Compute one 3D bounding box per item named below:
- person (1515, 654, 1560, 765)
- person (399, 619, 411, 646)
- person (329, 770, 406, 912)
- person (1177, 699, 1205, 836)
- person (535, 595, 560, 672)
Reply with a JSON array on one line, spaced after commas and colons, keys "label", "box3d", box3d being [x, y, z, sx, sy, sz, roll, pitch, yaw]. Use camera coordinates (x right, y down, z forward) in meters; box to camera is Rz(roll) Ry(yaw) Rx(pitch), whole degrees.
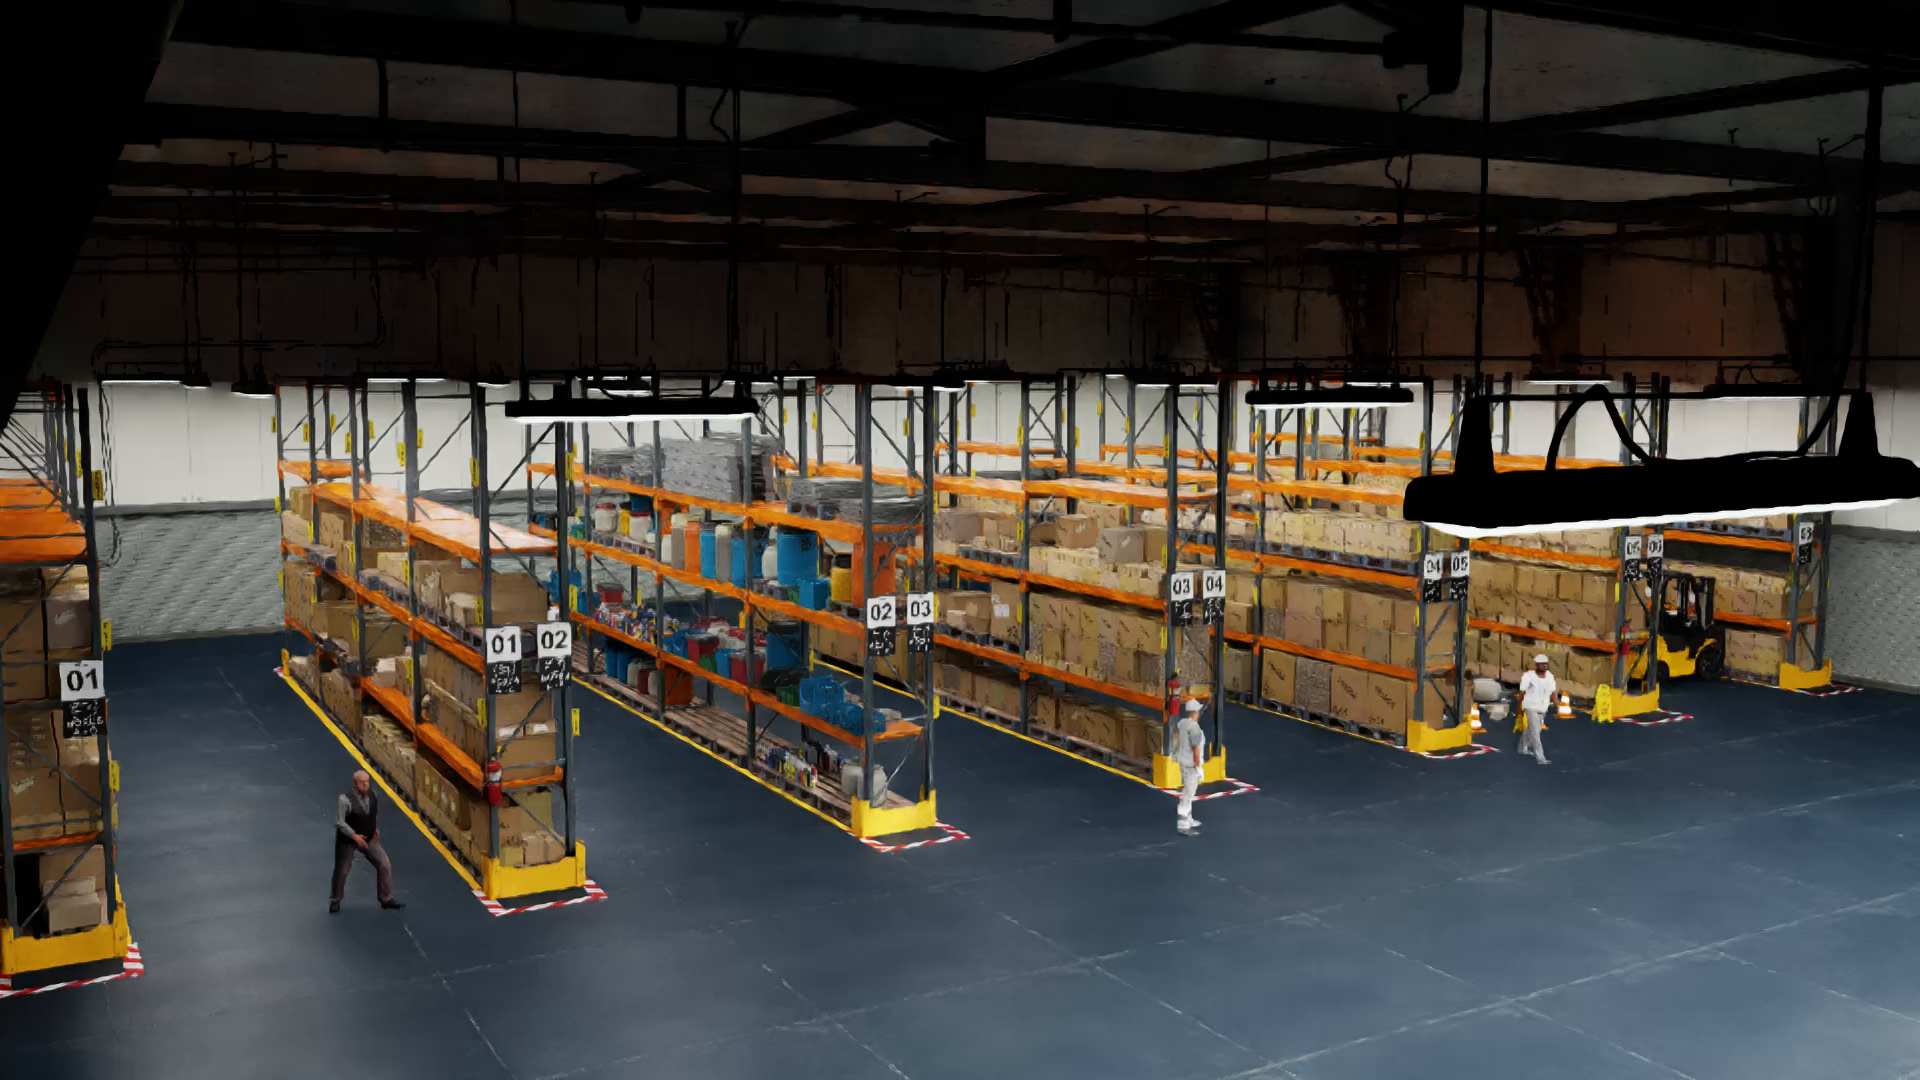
[{"label": "person", "box3d": [9.074, 2.625, 26.063, 0.569, 1.708, 1.042, -2, 7, -21]}, {"label": "person", "box3d": [-11.259, 1.905, 33.545, 0.566, 1.541, 0.519, -4, 7, -32]}, {"label": "person", "box3d": [-6.879, 3.423, 18.985, 0.795, 1.658, 0.646, 5, 8, 40]}, {"label": "person", "box3d": [3.082, 3.000, 22.198, 0.433, 1.790, 0.629, -1, 6, -9]}, {"label": "person", "box3d": [-8.150, 1.880, 32.891, 0.579, 1.731, 0.948, -1, 6, -6]}]
